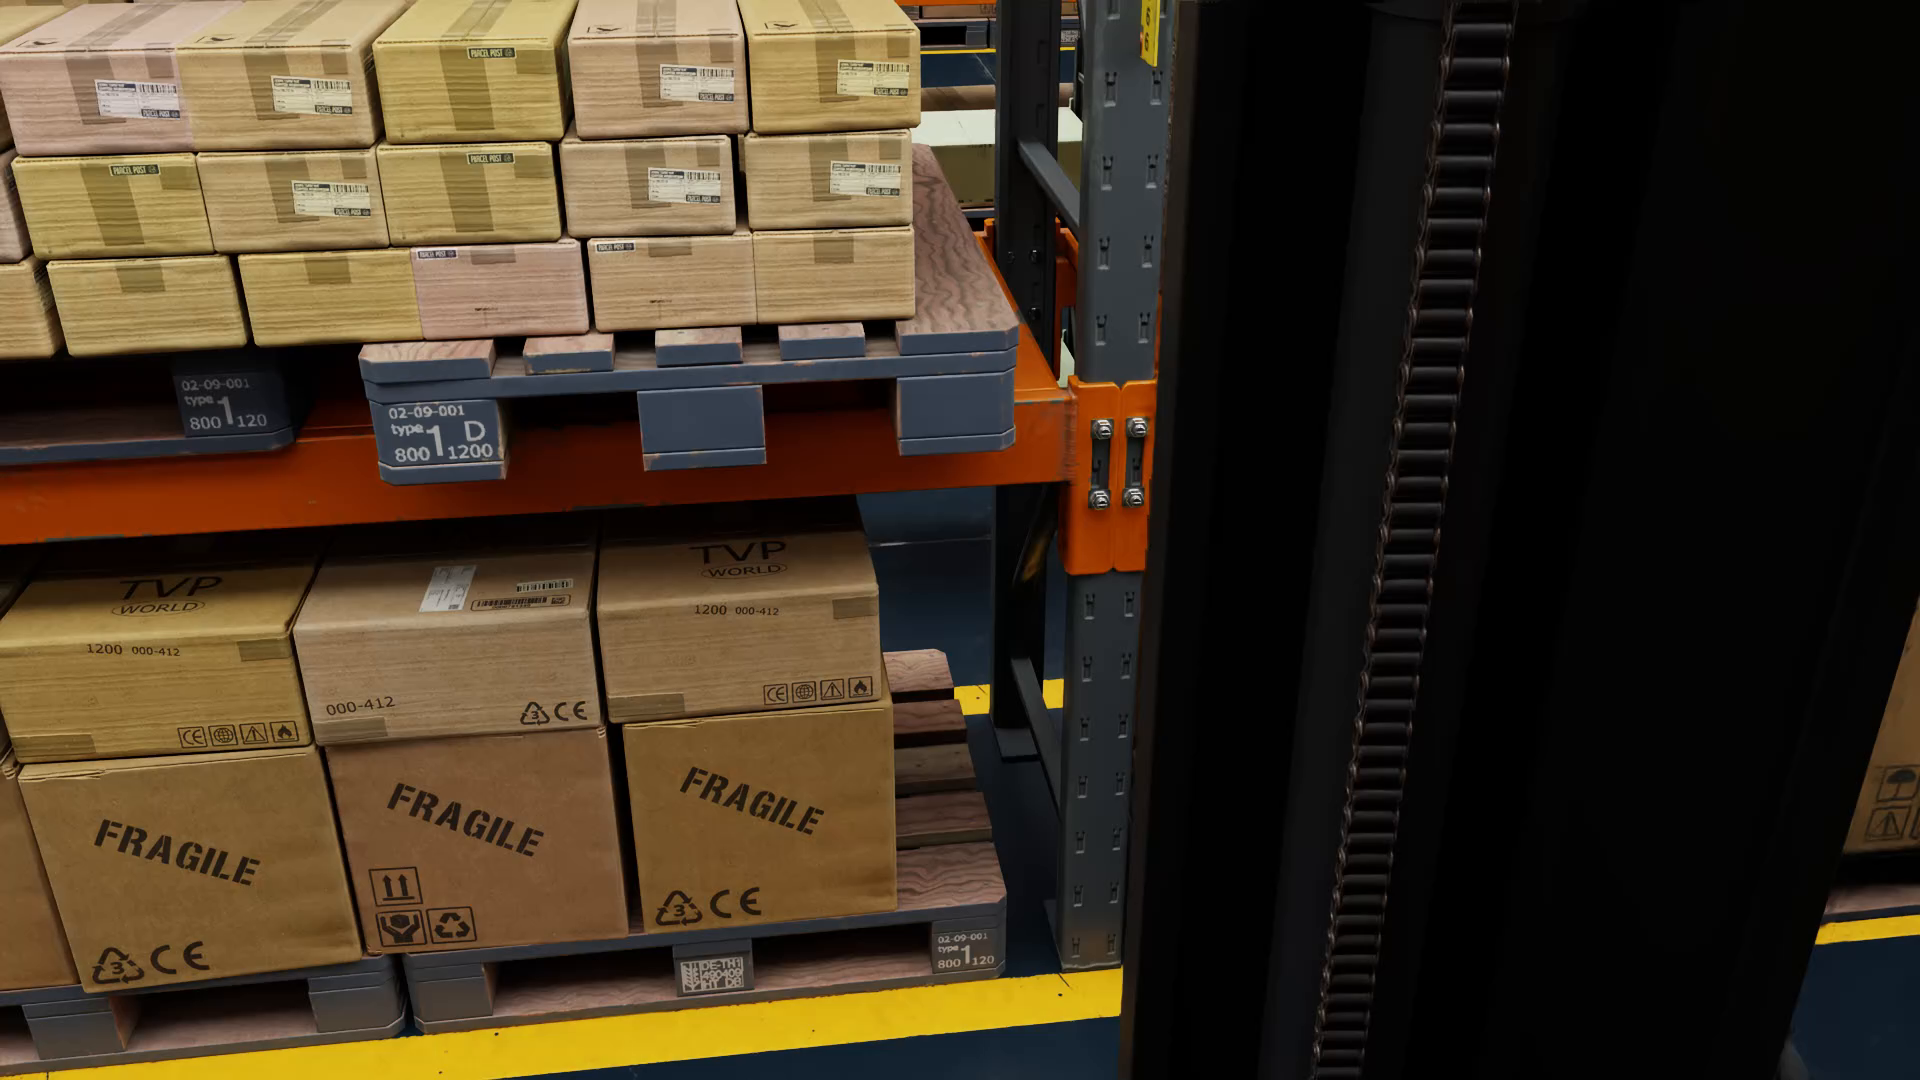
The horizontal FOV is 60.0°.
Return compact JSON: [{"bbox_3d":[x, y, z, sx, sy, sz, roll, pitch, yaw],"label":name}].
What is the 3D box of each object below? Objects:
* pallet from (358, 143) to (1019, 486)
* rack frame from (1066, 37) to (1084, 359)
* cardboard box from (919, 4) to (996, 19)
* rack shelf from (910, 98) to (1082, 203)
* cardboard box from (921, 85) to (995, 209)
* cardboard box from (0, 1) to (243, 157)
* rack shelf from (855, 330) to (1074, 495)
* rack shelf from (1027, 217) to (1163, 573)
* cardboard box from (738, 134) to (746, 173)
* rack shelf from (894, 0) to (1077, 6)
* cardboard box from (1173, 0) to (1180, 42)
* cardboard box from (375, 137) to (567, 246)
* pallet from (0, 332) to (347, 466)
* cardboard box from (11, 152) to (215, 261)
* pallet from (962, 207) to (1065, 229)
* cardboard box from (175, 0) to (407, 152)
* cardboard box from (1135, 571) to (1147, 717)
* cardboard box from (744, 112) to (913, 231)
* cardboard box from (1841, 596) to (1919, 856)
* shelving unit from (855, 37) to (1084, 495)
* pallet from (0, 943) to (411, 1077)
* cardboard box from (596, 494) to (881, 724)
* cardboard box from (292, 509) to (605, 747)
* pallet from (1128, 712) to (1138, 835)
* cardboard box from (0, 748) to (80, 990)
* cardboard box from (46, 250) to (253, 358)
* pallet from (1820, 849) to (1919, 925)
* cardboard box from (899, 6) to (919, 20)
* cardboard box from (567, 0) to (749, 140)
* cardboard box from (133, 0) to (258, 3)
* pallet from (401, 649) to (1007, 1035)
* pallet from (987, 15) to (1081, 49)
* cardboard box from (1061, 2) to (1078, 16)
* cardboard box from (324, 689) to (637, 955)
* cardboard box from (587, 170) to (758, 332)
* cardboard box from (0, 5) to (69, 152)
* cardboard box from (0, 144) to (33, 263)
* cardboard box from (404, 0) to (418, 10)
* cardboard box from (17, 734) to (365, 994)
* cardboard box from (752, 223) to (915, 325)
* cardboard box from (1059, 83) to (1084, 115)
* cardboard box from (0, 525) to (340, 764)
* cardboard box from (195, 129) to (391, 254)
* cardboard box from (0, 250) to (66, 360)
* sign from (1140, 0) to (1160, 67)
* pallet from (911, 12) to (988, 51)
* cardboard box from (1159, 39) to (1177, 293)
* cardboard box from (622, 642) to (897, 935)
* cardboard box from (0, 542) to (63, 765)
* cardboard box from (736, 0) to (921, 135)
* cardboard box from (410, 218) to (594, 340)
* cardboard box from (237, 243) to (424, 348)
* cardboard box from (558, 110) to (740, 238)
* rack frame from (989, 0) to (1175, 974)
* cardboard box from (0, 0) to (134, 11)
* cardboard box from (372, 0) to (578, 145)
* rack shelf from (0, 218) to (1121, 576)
[{"bbox_3d":[-0.483,-0.477,3.105,1.003,0.211,1.213,-4,27,-7],"label":"pallet"},{"bbox_3d":[0.369,-0.691,4.954,0.023,1.500,0.400,-4,27,-7],"label":"rack frame"},{"bbox_3d":[-0.012,-4.340,12.564,0.625,0.625,0.875,-3,27,-5],"label":"cardboard box"},{"bbox_3d":[0.007,-1.015,4.730,0.720,0.370,0.431,-4,27,-7],"label":"rack shelf"},{"bbox_3d":[-0.021,-1.937,8.157,0.625,0.372,0.950,-5,28,-11],"label":"cardboard box"},{"bbox_3d":[-1.226,-0.695,2.482,0.250,0.149,0.380,-4,27,-7],"label":"cardboard box"},{"bbox_3d":[0.007,-0.378,5.057,0.720,0.370,0.431,-4,27,-7],"label":"rack shelf"},{"bbox_3d":[2.188,-0.463,3.655,4.000,0.370,1.077,-4,27,-7],"label":"rack shelf"},{"bbox_3d":[-0.529,-0.777,3.294,0.250,0.149,0.380,-2,27,-5],"label":"cardboard box"},{"bbox_3d":[1.398,-2.695,8.004,4.000,0.370,1.077,-4,27,-7],"label":"rack shelf"},{"bbox_3d":[0.653,-1.170,3.039,0.500,0.500,0.700,-4,27,-7],"label":"cardboard box"},{"bbox_3d":[-0.743,-0.591,2.605,0.250,0.149,0.380,-3,27,-6],"label":"cardboard box"},{"bbox_3d":[-1.747,-0.427,3.006,1.213,0.211,1.003,-4,27,-7],"label":"pallet"},{"bbox_3d":[-1.237,-0.560,2.546,0.250,0.149,0.380,-4,27,-7],"label":"cardboard box"},{"bbox_3d":[0.192,-1.696,8.324,1.213,0.211,1.003,-4,27,-7],"label":"pallet"},{"bbox_3d":[-0.986,-0.707,2.506,0.250,0.149,0.380,-3,27,-6],"label":"cardboard box"},{"bbox_3d":[0.823,0.160,3.657,0.750,0.750,1.050,-4,27,-8],"label":"cardboard box"},{"bbox_3d":[-0.218,-0.626,2.674,0.250,0.149,0.380,-3,27,-6],"label":"cardboard box"},{"bbox_3d":[1.688,0.103,3.769,0.750,0.750,1.050,-3,27,-6],"label":"cardboard box"},{"bbox_3d":[0.007,-0.668,4.908,0.755,1.500,0.431,-4,27,-7],"label":"shelving unit"},{"bbox_3d":[-1.772,0.710,3.636,1.213,0.211,1.003,-4,27,-7],"label":"pallet"},{"bbox_3d":[-0.433,0.097,3.231,0.500,0.250,0.500,-4,27,-8],"label":"cardboard box"},{"bbox_3d":[-0.932,0.134,3.159,0.500,0.250,0.500,-3,27,-6],"label":"cardboard box"},{"bbox_3d":[0.999,0.568,3.911,1.213,0.211,1.003,-4,27,-7],"label":"pallet"},{"bbox_3d":[-1.944,0.523,3.224,0.500,0.500,0.500,-3,27,-6],"label":"cardboard box"},{"bbox_3d":[-1.231,-0.429,2.615,0.250,0.149,0.380,-5,28,-9],"label":"cardboard box"},{"bbox_3d":[2.204,0.492,4.059,1.213,0.211,1.003,-4,27,-7],"label":"pallet"},{"bbox_3d":[-0.658,-4.295,12.476,0.625,0.625,0.875,-3,27,-5],"label":"cardboard box"},{"bbox_3d":[-0.463,-0.743,2.575,0.250,0.149,0.380,-4,27,-8],"label":"cardboard box"},{"bbox_3d":[-1.316,-0.988,3.053,0.250,0.149,0.380,-2,27,-5],"label":"cardboard box"},{"bbox_3d":[-0.567,0.633,3.784,1.213,0.211,1.003,-4,27,-7],"label":"pallet"},{"bbox_3d":[0.749,-4.001,12.817,1.213,0.211,1.003,-4,27,-7],"label":"pallet"},{"bbox_3d":[0.655,-4.383,12.648,0.625,0.625,0.875,-5,28,-9],"label":"cardboard box"},{"bbox_3d":[-0.922,0.460,3.345,0.500,0.500,0.500,-3,27,-5],"label":"cardboard box"},{"bbox_3d":[-0.463,-0.477,2.709,0.250,0.149,0.380,-4,27,-7],"label":"cardboard box"},{"bbox_3d":[-1.495,-0.676,2.446,0.250,0.149,0.380,-2,27,-5],"label":"cardboard box"},{"bbox_3d":[-1.495,-0.543,2.513,0.250,0.149,0.380,-3,27,-6],"label":"cardboard box"},{"bbox_3d":[-1.049,-1.006,3.088,0.250,0.149,0.380,-5,28,-9],"label":"cardboard box"},{"bbox_3d":[-1.444,0.501,3.265,0.500,0.500,0.500,-5,28,-9],"label":"cardboard box"},{"bbox_3d":[-0.217,-0.492,2.739,0.250,0.149,0.380,-3,27,-6],"label":"cardboard box"},{"bbox_3d":[0.708,-1.987,8.256,0.625,0.372,0.950,-4,27,-8],"label":"cardboard box"},{"bbox_3d":[-1.437,0.160,3.110,0.500,0.250,0.500,-3,27,-6],"label":"cardboard box"},{"bbox_3d":[-0.990,-0.575,2.574,0.250,0.149,0.380,-4,27,-7],"label":"cardboard box"},{"bbox_3d":[-1.488,-0.413,2.584,0.250,0.149,0.380,-3,27,-6],"label":"cardboard box"},{"bbox_3d":[0.292,-0.891,2.520,0.005,0.325,0.100,-4,27,-7],"label":"sign"},{"bbox_3d":[-0.457,-3.925,12.669,1.213,0.211,1.003,-4,27,-7],"label":"pallet"},{"bbox_3d":[0.616,-0.851,3.513,0.500,0.500,0.500,-4,27,-7],"label":"cardboard box"},{"bbox_3d":[-0.408,0.429,3.406,0.500,0.500,0.500,-4,27,-7],"label":"cardboard box"},{"bbox_3d":[-1.952,0.197,3.037,0.500,0.250,0.500,-3,27,-5],"label":"cardboard box"},{"bbox_3d":[-0.214,-0.758,2.604,0.250,0.149,0.380,-5,28,-9],"label":"cardboard box"},{"bbox_3d":[-0.718,-0.461,2.677,0.250,0.149,0.380,-3,27,-6],"label":"cardboard box"},{"bbox_3d":[-0.965,-0.446,2.650,0.250,0.149,0.380,-4,27,-8],"label":"cardboard box"},{"bbox_3d":[-0.482,-0.609,2.640,0.250,0.149,0.380,-3,27,-5],"label":"cardboard box"},{"bbox_3d":[0.207,-0.656,3.243,0.127,3.000,1.000,-4,27,-7],"label":"rack frame"},{"bbox_3d":[-1.579,-0.970,3.018,0.250,0.149,0.380,-3,27,-6],"label":"cardboard box"},{"bbox_3d":[-0.722,-0.726,2.543,0.250,0.149,0.380,-3,27,-6],"label":"cardboard box"},{"bbox_3d":[-1.773,-0.209,3.160,4.000,0.370,1.077,-4,27,-7],"label":"rack shelf"}]
